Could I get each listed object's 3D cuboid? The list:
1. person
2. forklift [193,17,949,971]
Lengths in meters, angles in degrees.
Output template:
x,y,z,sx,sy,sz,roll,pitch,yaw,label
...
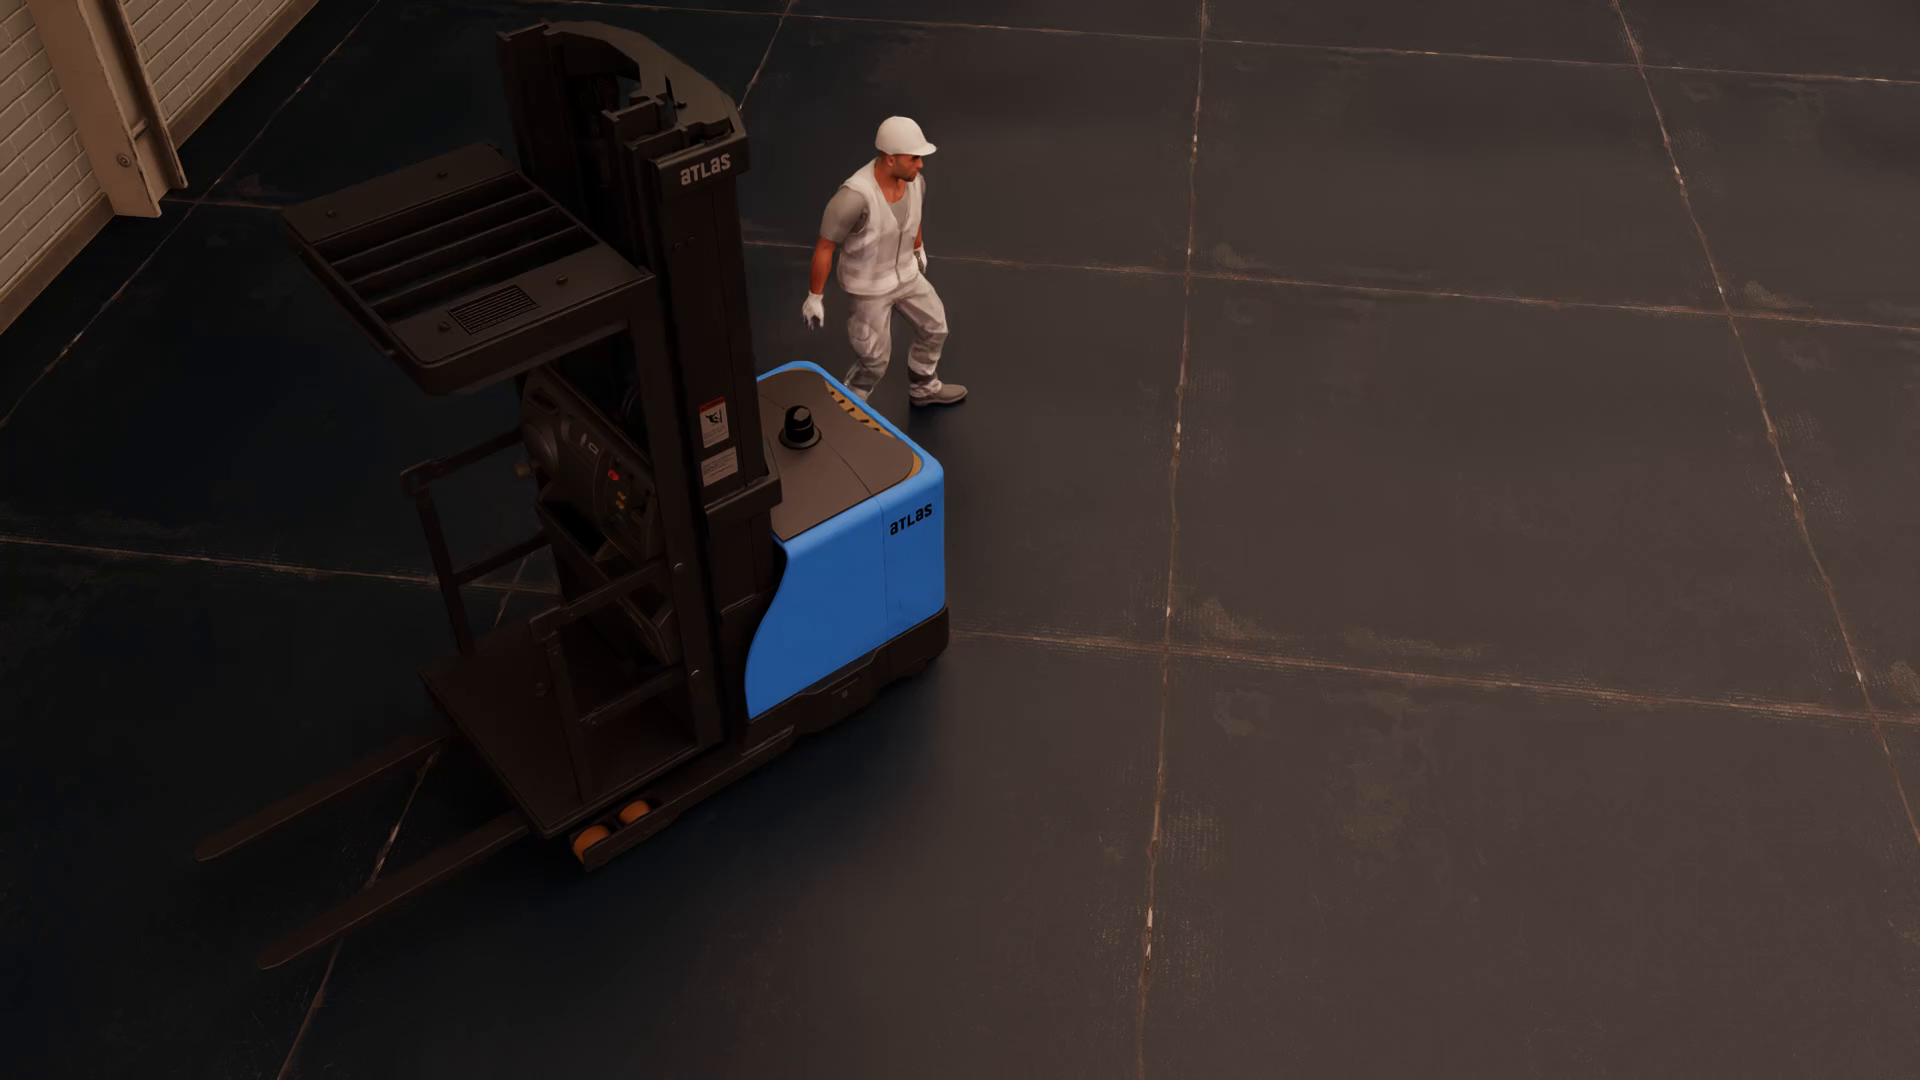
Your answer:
x,y,z,sx,sy,sz,roll,pitch,yaw,label
-0.346,-1.227,7.950,0.454,1.749,0.879,33,52,31,person
-1.513,-0.208,5.951,3.031,2.935,1.130,-29,50,-28,forklift
